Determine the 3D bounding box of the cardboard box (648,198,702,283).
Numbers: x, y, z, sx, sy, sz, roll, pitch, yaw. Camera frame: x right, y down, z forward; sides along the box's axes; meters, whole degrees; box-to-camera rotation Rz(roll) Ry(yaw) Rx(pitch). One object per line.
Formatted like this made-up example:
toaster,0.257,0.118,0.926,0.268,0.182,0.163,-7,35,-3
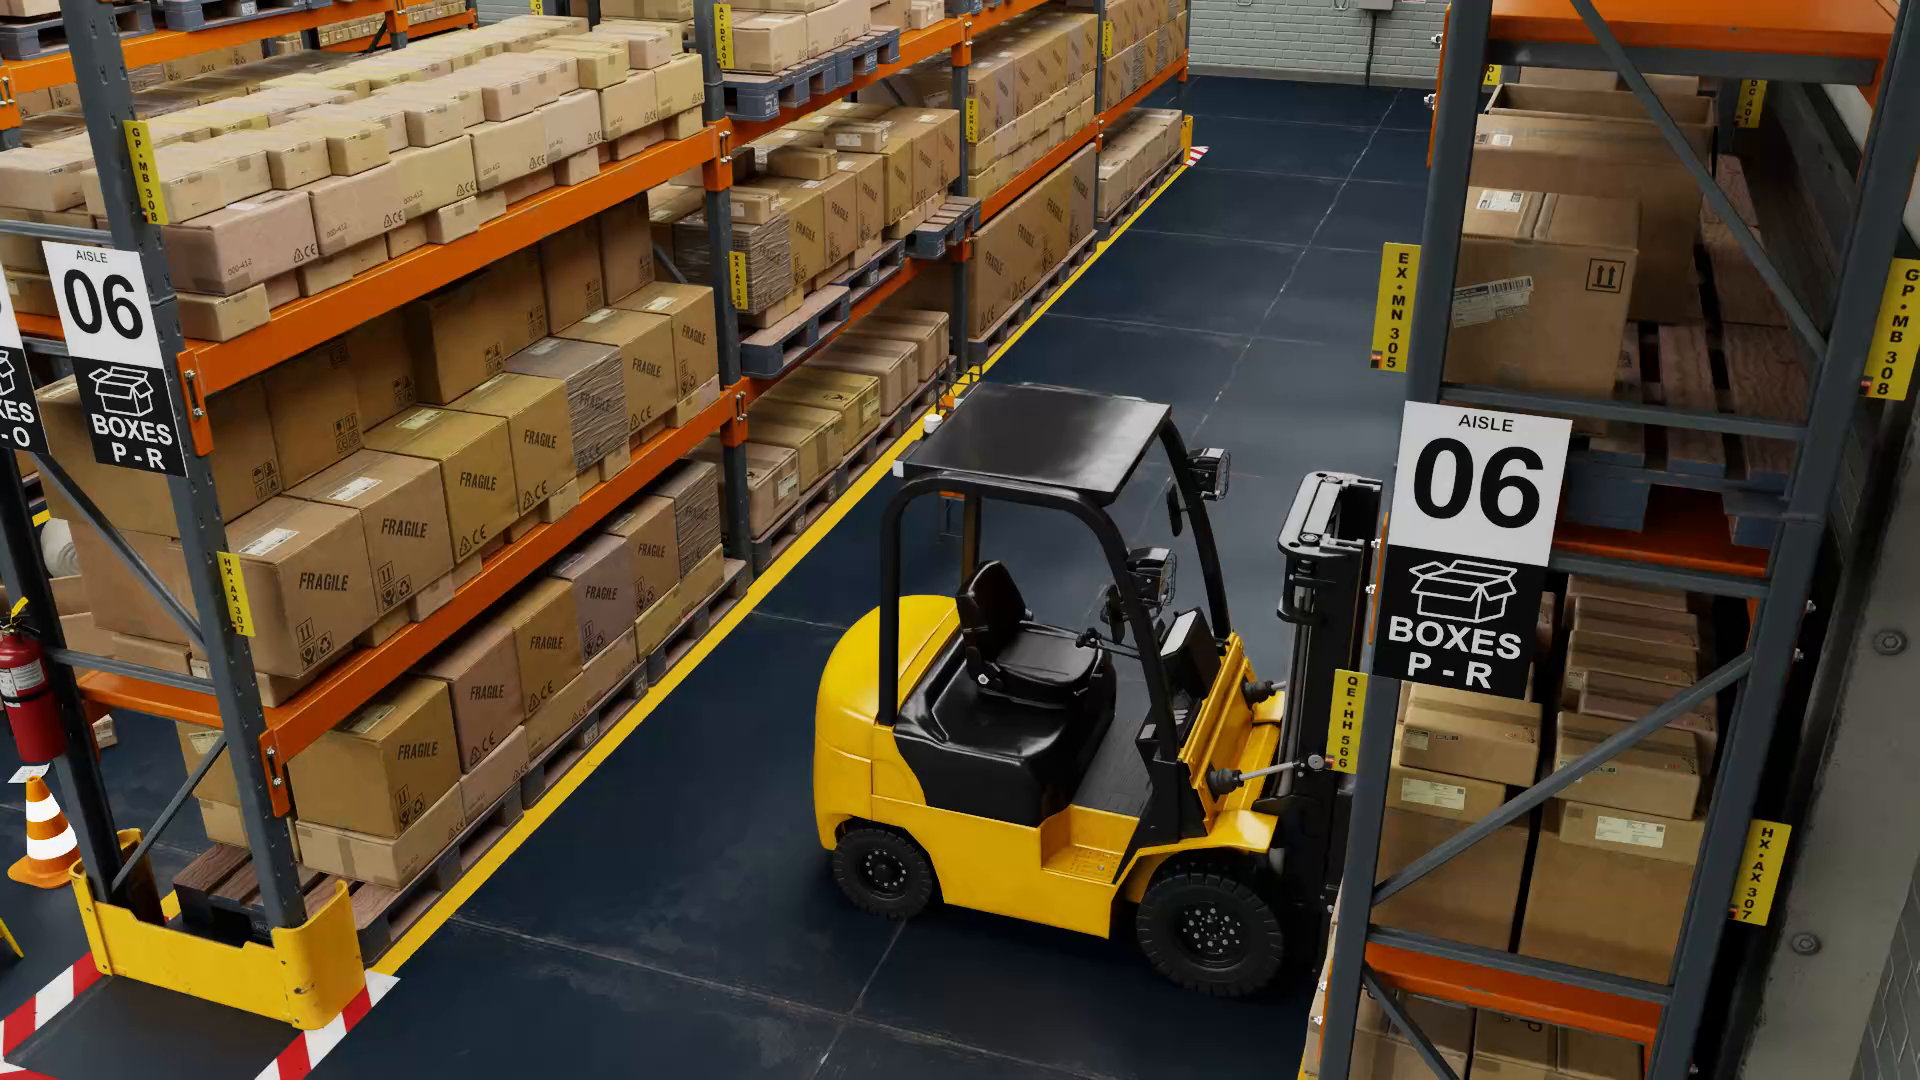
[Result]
cardboard box,-1.821,-1.730,9.943,0.500,0.500,0.500,8,27,16

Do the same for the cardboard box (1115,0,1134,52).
cardboard box,1.465,-5.289,16.970,0.500,0.500,0.500,8,27,17

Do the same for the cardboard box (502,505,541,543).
cardboard box,-2.217,-0.125,7.855,0.380,0.149,0.250,8,27,16

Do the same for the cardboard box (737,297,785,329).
cardboard box,-1.276,-1.396,9.998,0.380,0.149,0.250,9,27,18

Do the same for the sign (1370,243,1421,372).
sign,1.086,-0.574,4.127,0.100,0.325,0.005,9,27,17

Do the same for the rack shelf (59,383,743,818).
rack shelf,-2.424,0.007,8.120,1.077,0.370,4.000,9,27,17

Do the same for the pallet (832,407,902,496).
pallet,-1.096,-0.707,11.969,1.003,0.211,1.213,9,27,17

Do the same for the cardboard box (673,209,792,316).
cardboard box,-1.332,-1.658,9.795,0.500,0.500,0.500,9,27,19

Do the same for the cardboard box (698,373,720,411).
cardboard box,-1.578,-0.850,9.351,0.380,0.149,0.250,8,27,17

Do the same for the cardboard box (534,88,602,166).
cardboard box,-2.002,-1.920,7.662,0.500,0.250,0.500,8,27,17

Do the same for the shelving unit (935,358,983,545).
shelving unit,-0.005,-0.534,10.476,0.258,1.200,0.189,9,27,17

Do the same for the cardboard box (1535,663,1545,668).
cardboard box,1.860,0.515,6.129,0.500,0.500,0.500,8,27,16

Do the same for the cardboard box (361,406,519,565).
cardboard box,-2.333,-0.252,7.372,0.500,0.500,0.500,8,27,16

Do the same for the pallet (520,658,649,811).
pallet,-2.353,0.900,8.649,1.003,0.211,1.213,9,27,17

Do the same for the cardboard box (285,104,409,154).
cardboard box,-2.423,-1.615,6.576,0.380,0.149,0.250,9,27,17

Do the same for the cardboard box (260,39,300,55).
cardboard box,-8.029,-5.824,19.625,0.380,0.149,0.250,9,27,18

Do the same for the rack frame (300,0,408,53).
rack frame,-5.129,-3.459,14.453,1.000,3.000,0.127,9,27,17

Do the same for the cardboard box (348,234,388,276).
cardboard box,-2.490,-1.152,6.533,0.380,0.149,0.250,9,27,17

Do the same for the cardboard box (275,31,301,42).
cardboard box,-8.038,-6.085,19.707,0.500,0.250,0.500,8,27,16

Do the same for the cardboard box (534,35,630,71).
cardboard box,-1.843,-2.361,8.116,0.380,0.149,0.250,9,27,19

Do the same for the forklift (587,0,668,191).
forklift,-2.698,-2.841,13.254,1.130,2.935,3.031,11,28,21

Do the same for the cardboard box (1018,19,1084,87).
cardboard box,0.827,-4.488,15.315,0.500,0.500,0.500,9,27,18

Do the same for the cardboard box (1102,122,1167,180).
cardboard box,1.813,-4.443,18.943,0.875,0.438,0.875,9,27,19

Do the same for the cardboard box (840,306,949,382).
cardboard box,-0.625,-1.559,13.060,0.950,0.372,0.625,7,27,14

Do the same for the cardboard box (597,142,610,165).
cardboard box,-1.934,-1.905,8.089,0.380,0.149,0.250,8,27,16

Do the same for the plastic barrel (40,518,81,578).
plastic barrel,-5.391,0.033,10.197,0.421,0.421,0.512,-14,29,-27

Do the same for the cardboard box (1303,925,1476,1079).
cardboard box,1.452,1.587,5.556,0.500,0.250,0.500,10,27,19

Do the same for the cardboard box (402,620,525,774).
cardboard box,-2.383,0.699,7.677,0.500,0.500,0.500,8,27,16

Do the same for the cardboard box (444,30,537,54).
cardboard box,-2.326,-2.435,8.268,0.380,0.149,0.250,8,27,16

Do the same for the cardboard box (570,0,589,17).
cardboard box,-3.896,-5.964,18.023,0.500,0.500,0.500,8,27,16

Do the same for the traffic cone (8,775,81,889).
traffic cone,-4.163,1.283,7.570,0.336,0.463,0.334,9,27,17

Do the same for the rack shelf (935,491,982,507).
rack shelf,-0.005,-0.278,10.600,0.258,0.103,0.180,9,27,17

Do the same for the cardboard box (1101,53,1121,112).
cardboard box,1.307,-4.627,16.749,0.500,0.500,0.500,10,27,19

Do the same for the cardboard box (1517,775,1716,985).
cardboard box,2.019,1.015,5.098,0.500,0.500,0.500,10,27,19

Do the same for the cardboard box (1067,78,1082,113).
cardboard box,0.827,-4.161,15.501,0.500,0.250,0.500,9,27,19

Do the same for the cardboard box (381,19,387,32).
cardboard box,-7.427,-6.572,21.171,0.380,0.149,0.250,9,27,18

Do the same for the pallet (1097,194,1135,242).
pallet,1.231,-3.473,17.680,1.003,0.211,1.213,9,27,17

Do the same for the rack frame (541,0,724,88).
rack frame,-1.758,-3.839,8.353,1.000,3.000,0.127,9,27,17

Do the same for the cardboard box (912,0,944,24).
cardboard box,-0.334,-3.860,12.127,0.380,0.149,0.250,9,27,17

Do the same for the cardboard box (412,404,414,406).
cardboard box,-2.641,-0.553,7.994,0.500,0.500,0.500,9,27,18

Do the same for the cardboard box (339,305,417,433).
cardboard box,-2.877,-0.797,7.351,0.700,0.500,0.500,8,27,17

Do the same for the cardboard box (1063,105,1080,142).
cardboard box,0.822,-3.929,15.595,0.500,0.250,0.500,8,27,17

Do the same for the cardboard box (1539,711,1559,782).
cardboard box,1.972,0.673,5.058,0.380,0.149,0.250,9,27,17

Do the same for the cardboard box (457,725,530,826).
cardboard box,-2.383,1.053,7.806,0.500,0.250,0.500,10,27,19

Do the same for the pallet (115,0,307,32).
pallet,-5.662,-3.992,12.328,1.003,0.211,1.213,10,28,20

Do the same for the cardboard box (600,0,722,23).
cardboard box,-1.686,-3.092,9.369,0.500,0.250,0.500,9,27,19

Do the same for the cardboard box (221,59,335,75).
cardboard box,-5.455,-3.563,13.405,0.700,0.500,0.500,8,27,17

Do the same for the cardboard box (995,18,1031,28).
cardboard box,0.343,-4.570,15.484,0.500,0.500,0.500,9,27,17

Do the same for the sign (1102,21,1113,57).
sign,1.419,-4.838,16.061,0.100,0.325,0.005,9,27,17

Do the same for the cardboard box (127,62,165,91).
cardboard box,-8.849,-5.054,17.631,0.500,0.500,0.500,9,27,18

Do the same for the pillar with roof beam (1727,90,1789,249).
pillar with roof beam,0.611,-4.723,10.178,9.100,9.000,0.400,9,27,17

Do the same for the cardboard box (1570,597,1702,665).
cardboard box,2.196,0.332,5.421,0.380,0.149,0.250,9,27,18

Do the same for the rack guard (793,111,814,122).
rack guard,-2.492,-5.591,21.723,1.175,0.500,0.348,9,27,17

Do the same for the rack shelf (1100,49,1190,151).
rack shelf,1.569,-4.925,18.305,1.077,0.370,4.000,9,27,17

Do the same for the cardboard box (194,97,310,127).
cardboard box,-2.844,-1.677,6.703,0.380,0.149,0.250,9,27,17

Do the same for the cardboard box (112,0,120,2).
cardboard box,-5.881,-3.677,11.151,0.250,0.149,0.380,9,27,17

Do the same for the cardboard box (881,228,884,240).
cardboard box,-0.749,-2.157,11.569,0.380,0.149,0.250,9,27,18
